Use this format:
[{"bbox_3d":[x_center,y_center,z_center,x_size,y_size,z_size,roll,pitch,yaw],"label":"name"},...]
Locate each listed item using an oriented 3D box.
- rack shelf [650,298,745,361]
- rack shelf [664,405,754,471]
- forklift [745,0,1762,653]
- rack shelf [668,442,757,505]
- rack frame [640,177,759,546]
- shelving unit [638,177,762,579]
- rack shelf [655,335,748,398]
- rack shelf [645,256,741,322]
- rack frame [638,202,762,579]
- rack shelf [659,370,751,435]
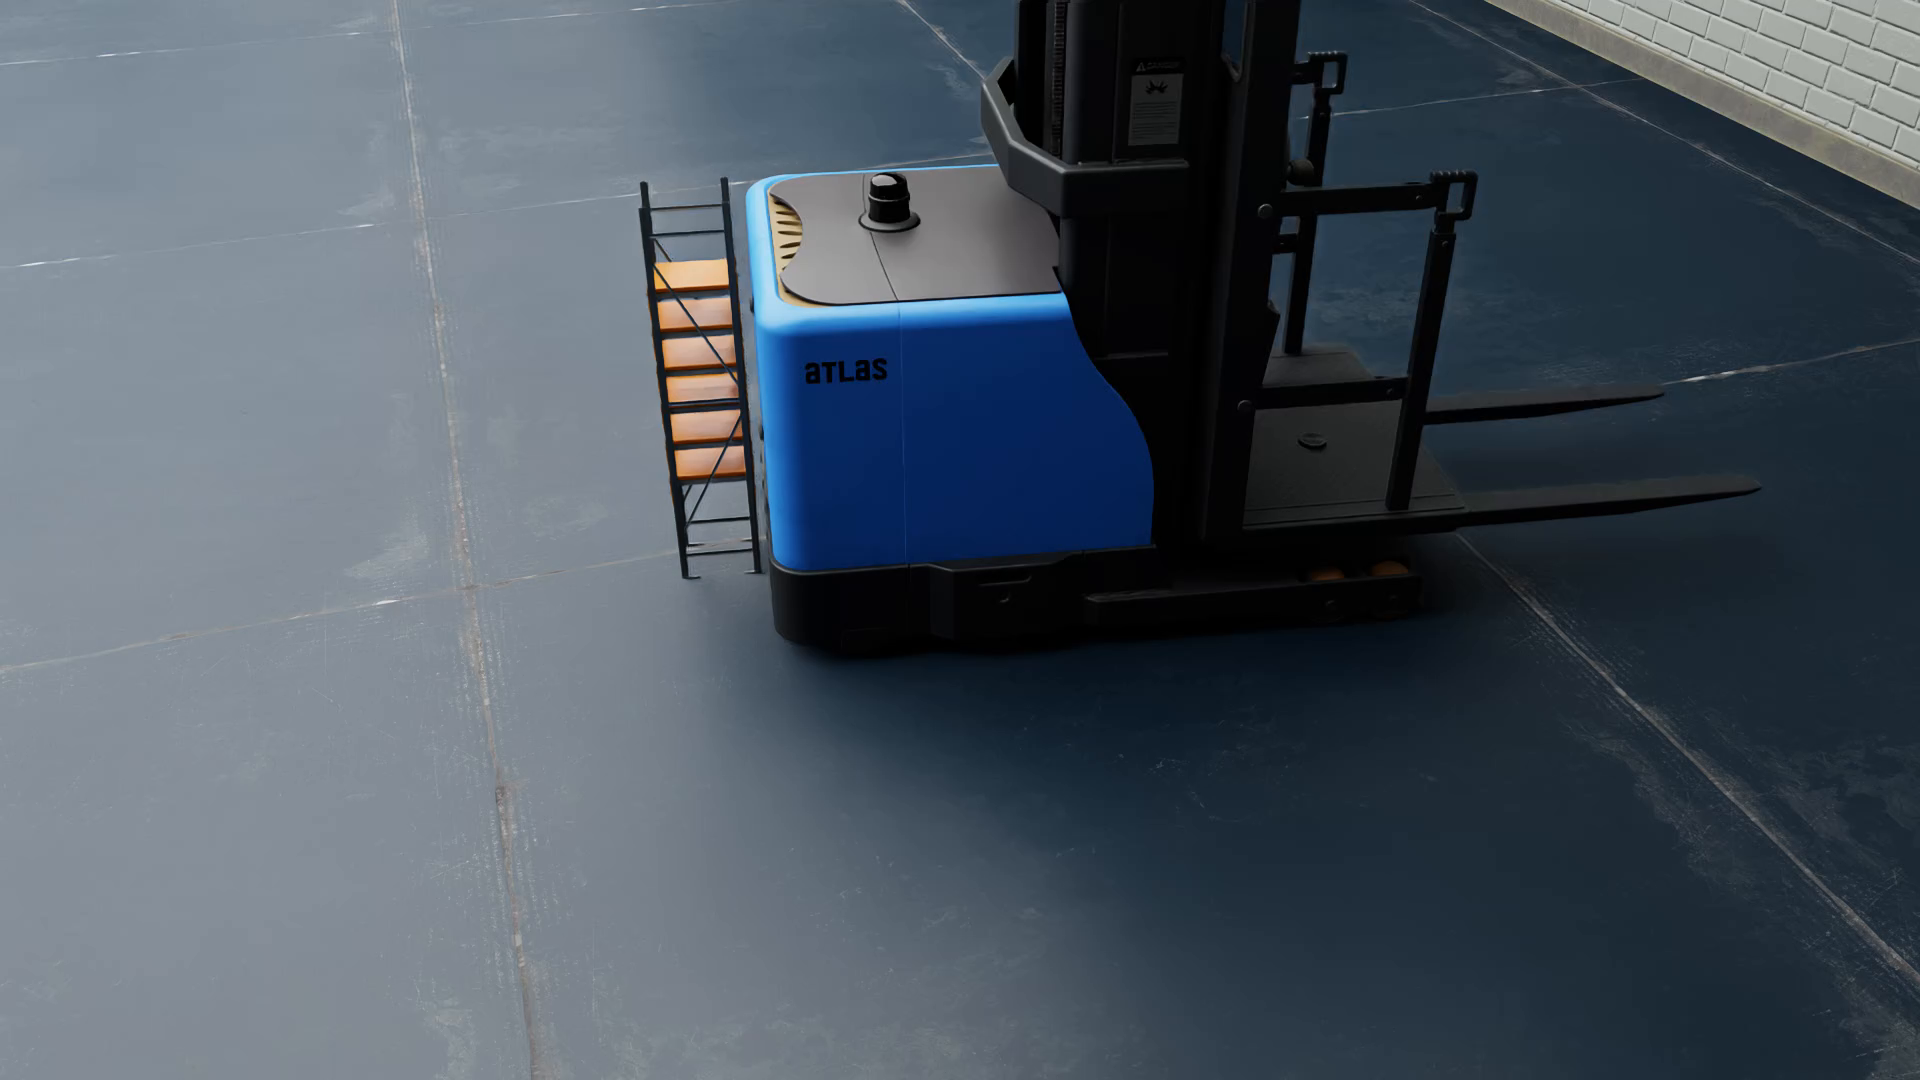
[{"bbox_3d":[-0.745,-0.604,4.720,0.258,0.103,0.180,-5,34,-6],"label":"rack shelf"},{"bbox_3d":[-0.742,-0.304,4.919,0.258,0.103,0.180,-5,34,-6],"label":"rack shelf"},{"bbox_3d":[0.912,-1.263,4.503,3.031,2.935,1.130,-4,34,-7],"label":"forklift"},{"bbox_3d":[-0.742,-0.204,4.985,0.258,0.103,0.180,-5,34,-6],"label":"rack shelf"},{"bbox_3d":[-0.756,-0.491,4.903,0.240,1.200,0.006,-5,34,-6],"label":"rack frame"},{"bbox_3d":[-0.743,-0.441,4.828,0.258,1.200,0.189,-5,34,-6],"label":"shelving unit"},{"bbox_3d":[-0.744,-0.504,4.786,0.258,0.103,0.180,-5,34,-6],"label":"rack shelf"},{"bbox_3d":[-0.745,-0.704,4.654,0.258,0.103,0.180,-5,34,-6],"label":"rack shelf"},{"bbox_3d":[-0.731,-0.391,4.752,0.240,1.200,0.006,-5,34,-6],"label":"rack frame"},{"bbox_3d":[-0.743,-0.404,4.852,0.258,0.103,0.180,-5,34,-6],"label":"rack shelf"}]
